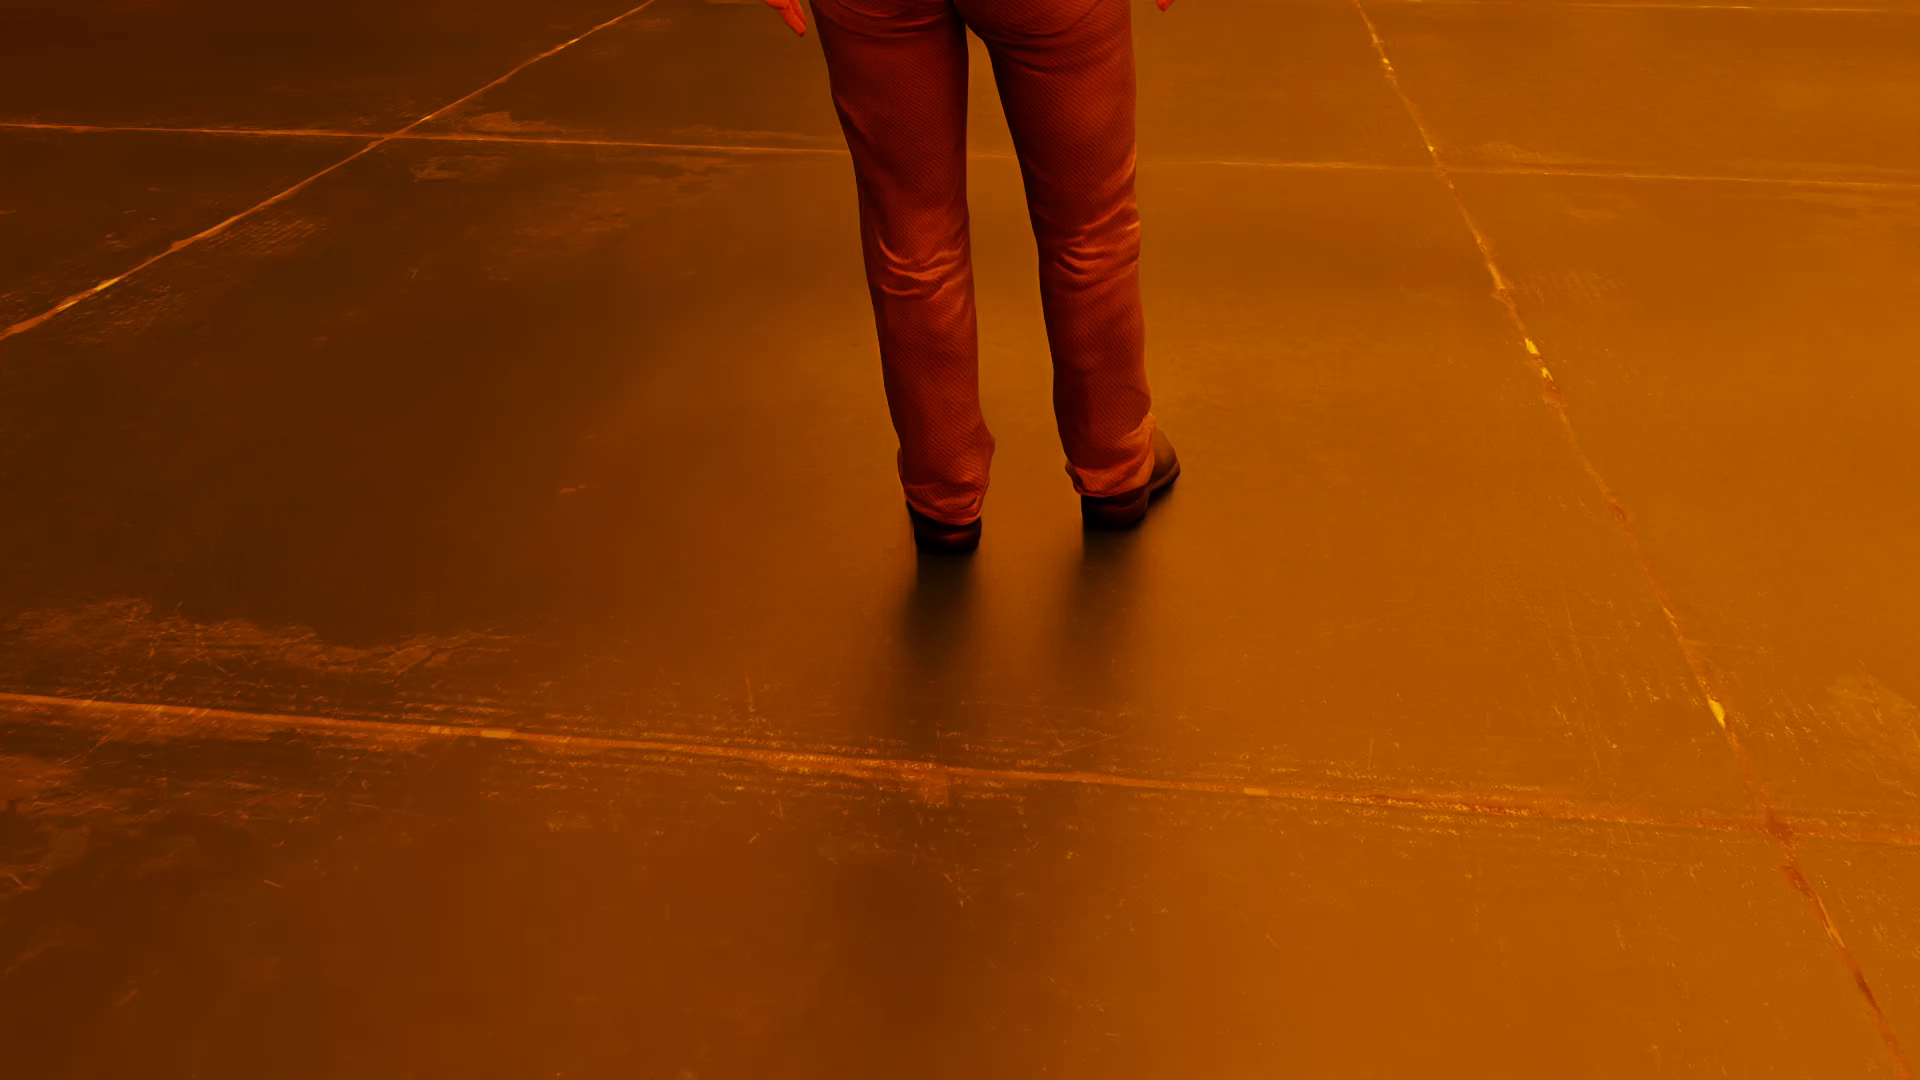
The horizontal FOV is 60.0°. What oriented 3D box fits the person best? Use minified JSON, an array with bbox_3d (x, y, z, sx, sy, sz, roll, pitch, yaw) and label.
[{"bbox_3d":[0.015,-0.804,2.168,0.634,1.723,0.565,3,27,7],"label":"person"}]
